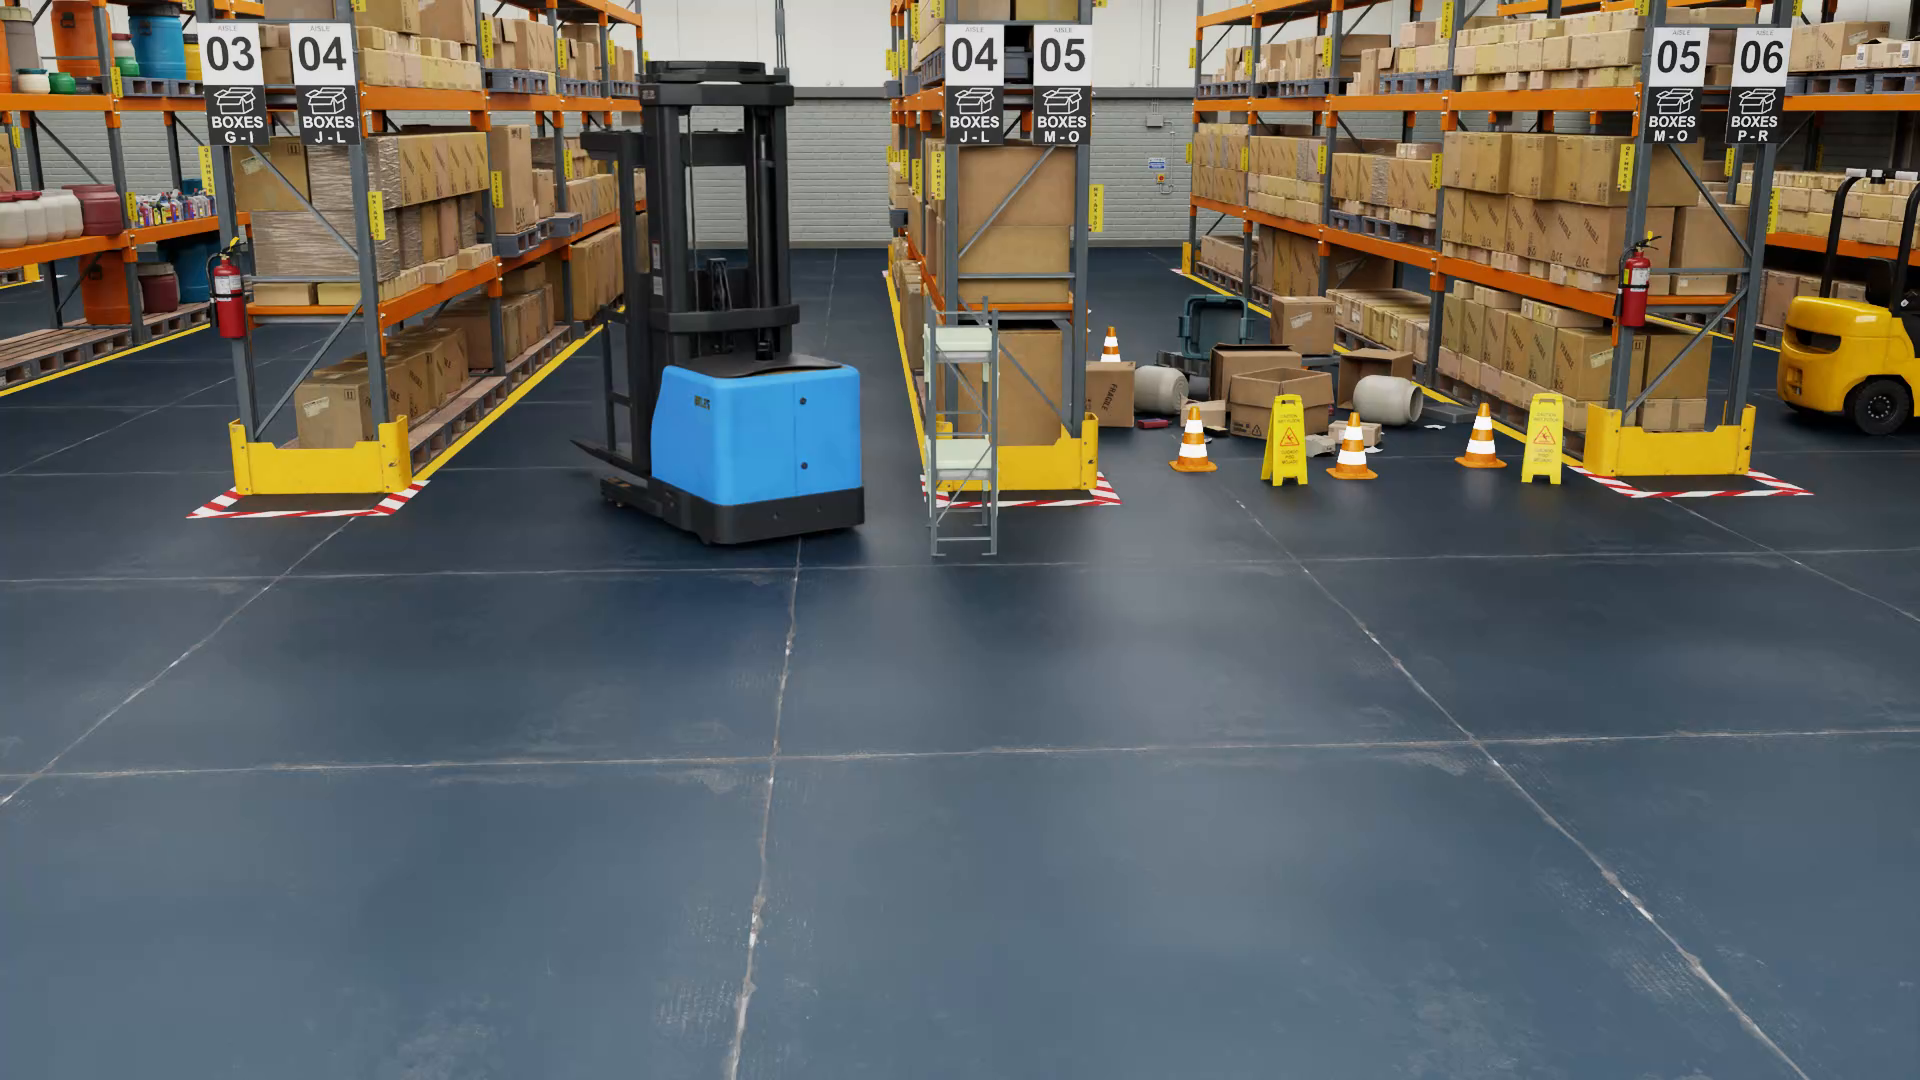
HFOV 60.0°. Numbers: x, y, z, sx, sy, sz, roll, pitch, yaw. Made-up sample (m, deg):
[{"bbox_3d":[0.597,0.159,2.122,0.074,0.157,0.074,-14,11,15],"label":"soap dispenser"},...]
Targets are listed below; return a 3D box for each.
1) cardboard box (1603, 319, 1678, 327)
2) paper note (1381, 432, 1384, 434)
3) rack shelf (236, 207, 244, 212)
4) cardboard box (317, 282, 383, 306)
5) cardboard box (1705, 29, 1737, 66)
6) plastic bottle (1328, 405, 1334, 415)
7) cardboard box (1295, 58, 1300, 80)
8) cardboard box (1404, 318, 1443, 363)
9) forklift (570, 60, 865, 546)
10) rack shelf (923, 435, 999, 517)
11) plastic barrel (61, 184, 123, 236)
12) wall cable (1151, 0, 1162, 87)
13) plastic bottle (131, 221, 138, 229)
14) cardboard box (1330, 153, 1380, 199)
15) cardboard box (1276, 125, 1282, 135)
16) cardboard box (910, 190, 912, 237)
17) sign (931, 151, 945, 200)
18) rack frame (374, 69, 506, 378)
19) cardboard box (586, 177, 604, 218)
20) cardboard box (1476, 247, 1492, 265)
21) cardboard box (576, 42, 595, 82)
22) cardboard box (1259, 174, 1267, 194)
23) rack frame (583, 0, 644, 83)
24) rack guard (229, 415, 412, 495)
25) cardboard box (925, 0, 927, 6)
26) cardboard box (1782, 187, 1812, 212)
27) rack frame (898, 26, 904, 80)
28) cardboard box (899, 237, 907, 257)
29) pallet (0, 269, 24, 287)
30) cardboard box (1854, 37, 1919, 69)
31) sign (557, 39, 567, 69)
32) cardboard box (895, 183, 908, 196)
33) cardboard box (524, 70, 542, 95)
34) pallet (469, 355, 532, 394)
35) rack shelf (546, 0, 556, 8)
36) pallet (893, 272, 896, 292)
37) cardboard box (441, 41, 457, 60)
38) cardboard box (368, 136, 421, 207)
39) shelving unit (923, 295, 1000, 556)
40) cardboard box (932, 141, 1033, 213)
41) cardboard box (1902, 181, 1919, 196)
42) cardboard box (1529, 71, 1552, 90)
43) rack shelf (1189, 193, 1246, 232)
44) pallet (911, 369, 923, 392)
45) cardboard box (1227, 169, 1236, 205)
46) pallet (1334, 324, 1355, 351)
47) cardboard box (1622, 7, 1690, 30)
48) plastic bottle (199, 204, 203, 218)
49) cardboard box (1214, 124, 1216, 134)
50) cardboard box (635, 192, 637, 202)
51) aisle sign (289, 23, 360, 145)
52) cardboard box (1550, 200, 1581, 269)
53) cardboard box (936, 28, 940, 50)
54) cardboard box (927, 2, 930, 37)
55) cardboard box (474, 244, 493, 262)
[{"bbox_3d":[5.516,-1.534,13.637,0.500,0.500,0.500,-1,14,-6],"label":"cardboard box"},{"bbox_3d":[3.547,-0.907,14.031,0.032,0.001,0.123,-1,14,-3],"label":"paper note"},{"bbox_3d":[-10.373,-4.862,24.846,1.077,0.370,4.000,-1,14,-3],"label":"rack shelf"},{"bbox_3d":[-4.341,-1.758,11.842,0.380,0.149,0.250,-1,14,-3],"label":"cardboard box"},{"bbox_3d":[5.564,-3.611,12.226,0.500,0.250,0.500,-1,14,-4],"label":"cardboard box"},{"bbox_3d":[3.290,-1.180,14.989,0.133,0.061,0.283,2,15,6],"label":"plastic bottle"},{"bbox_3d":[4.399,-5.876,20.750,0.396,0.266,0.258,-1,14,-5],"label":"cardboard box"},{"bbox_3d":[5.046,-2.014,16.764,0.950,0.372,0.625,-1,14,-3],"label":"cardboard box"},{"bbox_3d":[-1.843,-1.700,11.253,1.130,2.935,3.031,-9,17,-32],"label":"forklift"},{"bbox_3d":[0.000,-0.409,10.414,0.431,0.370,0.720,-1,14,-3],"label":"rack shelf"},{"bbox_3d":[-9.670,-3.673,18.510,0.600,0.536,0.708,-1,14,-3],"label":"plastic barrel"},{"bbox_3d":[3.704,-10.253,32.315,0.463,3.000,0.029,-1,14,-3],"label":"wall cable"},{"bbox_3d":[-9.705,-3.771,19.410,0.152,0.276,0.135,-1,14,-3],"label":"plastic bottle"},{"bbox_3d":[4.630,-4.228,19.298,0.500,0.500,0.500,-1,14,-5],"label":"cardboard box"},{"bbox_3d":[4.793,-5.935,24.065,0.380,0.149,0.250,-1,14,-3],"label":"cardboard box"},{"bbox_3d":[-0.277,-3.527,18.013,0.500,0.500,0.500,-1,14,-3],"label":"cardboard box"},{"bbox_3d":[-0.147,-2.527,11.528,0.100,0.325,0.005,-1,14,-3],"label":"sign"},{"bbox_3d":[-4.810,-2.800,15.388,1.000,3.000,0.127,-1,14,-3],"label":"rack frame"},{"bbox_3d":[-4.941,-4.473,21.689,0.500,0.500,0.500,-1,14,-4],"label":"cardboard box"},{"bbox_3d":[4.876,-2.558,14.953,0.380,0.149,0.250,0,14,-2],"label":"cardboard box"},{"bbox_3d":[-5.259,-6.350,22.122,0.700,0.500,0.500,-1,14,-2],"label":"cardboard box"},{"bbox_3d":[4.392,-4.869,22.727,0.500,0.250,0.500,-1,14,-3],"label":"cardboard box"},{"bbox_3d":[-5.553,-8.689,26.239,1.000,3.000,0.127,-1,14,-3],"label":"rack frame"},{"bbox_3d":[-4.566,-0.613,11.906,1.175,0.500,0.348,-1,14,-3],"label":"rack guard"},{"bbox_3d":[-0.089,-4.408,13.479,0.380,0.149,0.250,-1,14,-4],"label":"cardboard box"},{"bbox_3d":[9.615,-3.825,18.672,0.500,0.250,0.500,-1,14,-5],"label":"cardboard box"},{"bbox_3d":[-0.349,-7.746,22.573,1.000,3.000,0.127,-1,14,-3],"label":"rack frame"},{"bbox_3d":[-0.566,-4.009,22.756,0.500,0.250,0.500,-2,15,-6],"label":"cardboard box"},{"bbox_3d":[-15.386,-4.064,25.900,1.003,0.211,1.213,-1,14,-3],"label":"pallet"},{"bbox_3d":[9.700,-5.059,17.283,0.500,0.311,0.500,-1,14,-5],"label":"cardboard box"},{"bbox_3d":[-4.516,-5.505,18.847,0.100,0.325,0.005,-1,14,-3],"label":"sign"},{"bbox_3d":[-0.586,-4.188,19.846,0.380,0.149,0.250,-1,14,-2],"label":"cardboard box"},{"bbox_3d":[-4.711,-4.812,17.490,0.500,0.250,0.500,0,14,-2],"label":"cardboard box"},{"bbox_3d":[-4.859,-1.643,16.488,1.003,0.211,1.213,-1,14,-3],"label":"pallet"},{"bbox_3d":[-4.934,-5.660,16.713,1.077,0.370,4.000,-1,14,-3],"label":"rack shelf"},{"bbox_3d":[-0.504,-3.961,25.497,1.003,0.211,1.213,-1,14,-3],"label":"pallet"},{"bbox_3d":[-4.431,-4.099,13.920,0.380,0.149,0.250,-1,14,-5],"label":"cardboard box"},{"bbox_3d":[-4.348,-2.747,12.379,0.500,0.500,0.500,-1,14,-3],"label":"cardboard box"},{"bbox_3d":[0.000,-0.725,10.333,0.431,1.500,0.755,-1,14,-3],"label":"shelving unit"},{"bbox_3d":[0.223,-2.951,13.509,0.875,0.550,0.500,-1,14,-3],"label":"cardboard box"},{"bbox_3d":[9.758,-3.538,16.756,0.380,0.149,0.250,-1,14,-4],"label":"cardboard box"},{"bbox_3d":[4.888,-3.755,13.584,0.380,0.149,0.250,-1,14,-4],"label":"cardboard box"},{"bbox_3d":[4.462,-5.091,25.738,1.077,0.370,4.000,-1,14,-3],"label":"rack shelf"},{"bbox_3d":[0.024,-1.691,16.676,1.003,0.211,1.213,-1,14,-3],"label":"pallet"},{"bbox_3d":[4.264,-5.230,24.633,0.500,0.500,0.500,-1,14,-5],"label":"cardboard box"},{"bbox_3d":[4.880,-2.403,19.441,1.003,0.211,1.213,-1,14,-3],"label":"pallet"},{"bbox_3d":[5.014,-3.755,11.983,0.380,0.149,0.250,-1,14,-3],"label":"cardboard box"},{"bbox_3d":[-9.805,-4.245,21.405,0.097,0.201,0.097,0,14,0],"label":"plastic bottle"},{"bbox_3d":[4.149,-6.368,25.749,0.380,0.149,0.250,-1,14,-3],"label":"cardboard box"},{"bbox_3d":[-5.108,-5.199,25.216,0.380,0.149,0.250,-1,14,-2],"label":"cardboard box"},{"bbox_3d":[-4.259,-3.053,11.156,0.394,0.787,0.004,-1,14,-3],"label":"aisle sign"},{"bbox_3d":[4.994,-2.406,13.059,0.500,0.500,0.500,-1,14,-3],"label":"cardboard box"},{"bbox_3d":[0.021,-3.579,11.859,0.380,0.149,0.250,-1,14,-3],"label":"cardboard box"},{"bbox_3d":[-0.005,-4.124,13.177,0.500,0.250,0.500,-1,14,-3],"label":"cardboard box"},{"bbox_3d":[-4.503,-2.629,15.229,0.380,0.149,0.250,-1,14,-3],"label":"cardboard box"}]
